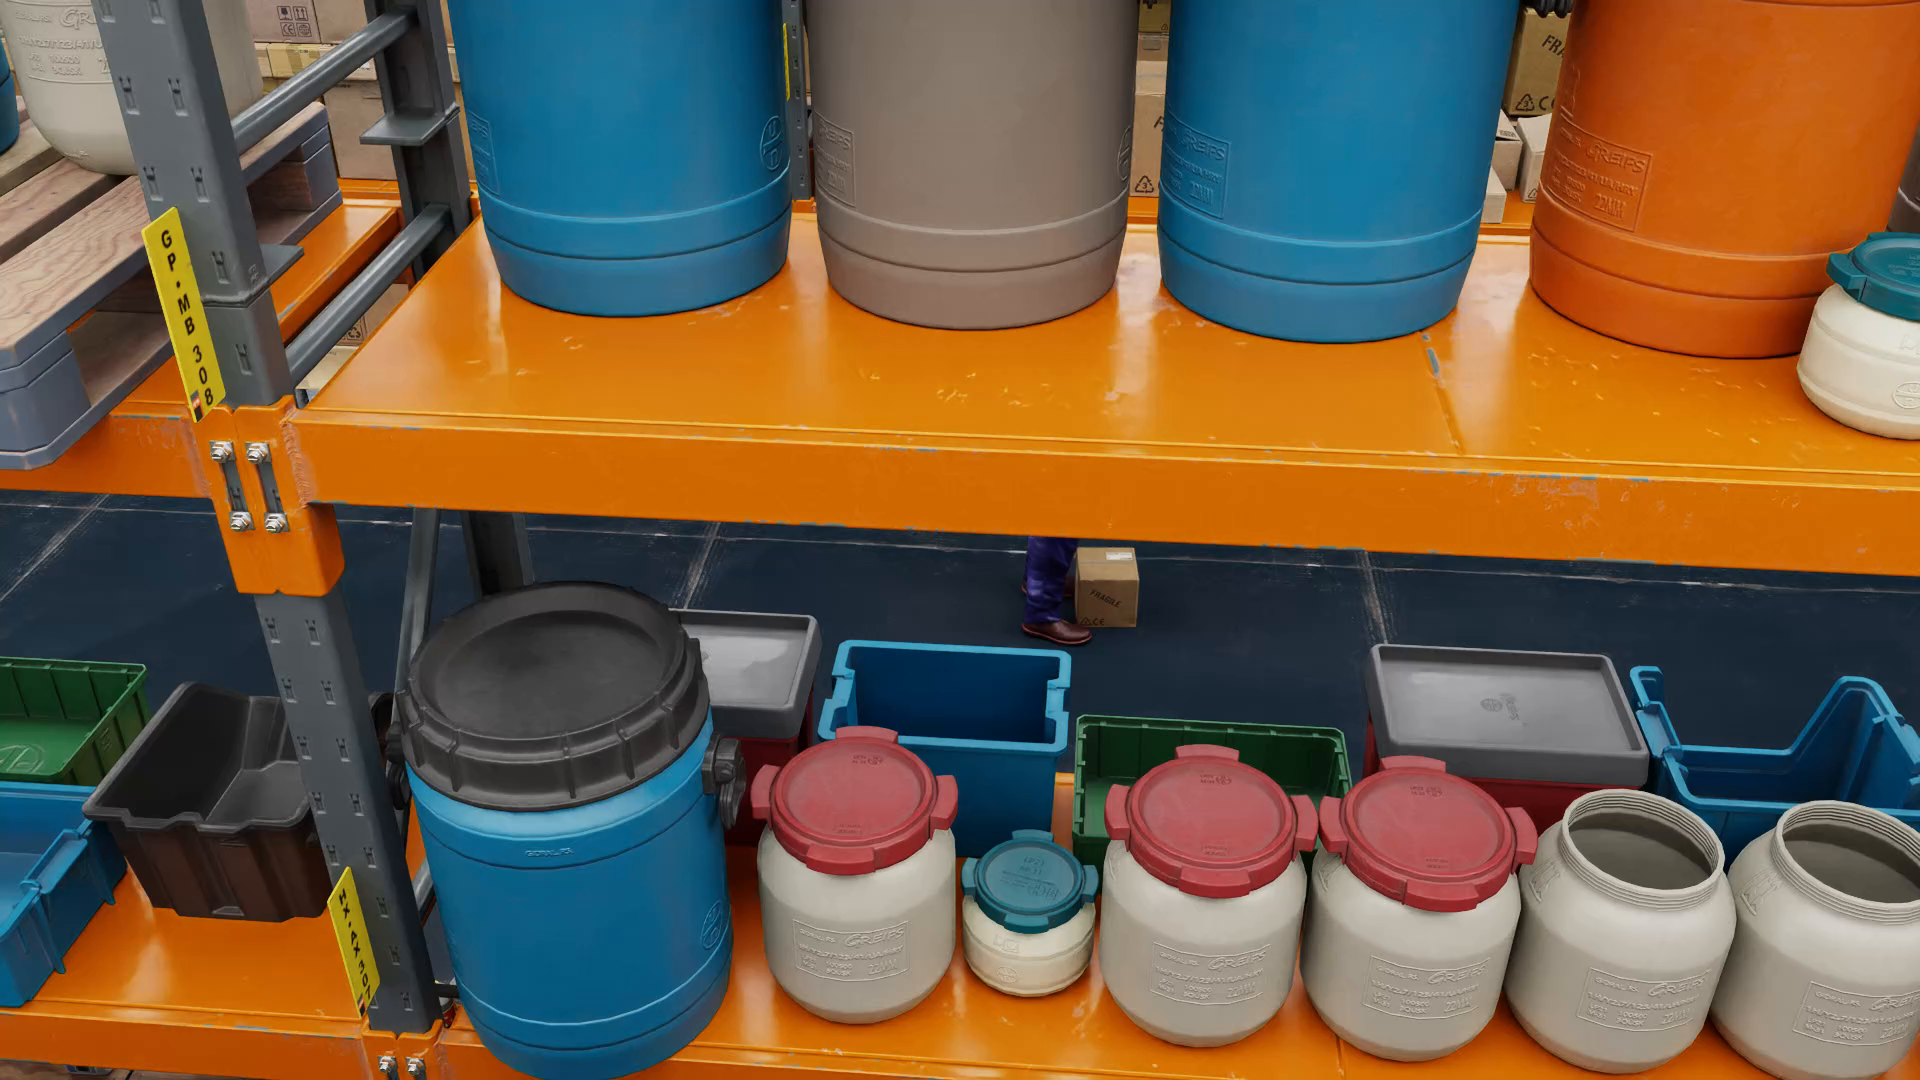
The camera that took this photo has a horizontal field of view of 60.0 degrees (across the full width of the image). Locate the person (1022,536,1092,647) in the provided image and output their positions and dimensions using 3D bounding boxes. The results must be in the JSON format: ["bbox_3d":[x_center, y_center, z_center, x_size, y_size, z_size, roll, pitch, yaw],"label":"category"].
[{"bbox_3d":[0.389,-0.397,6.775,0.367,1.651,0.547,2,32,3],"label":"person"}]
